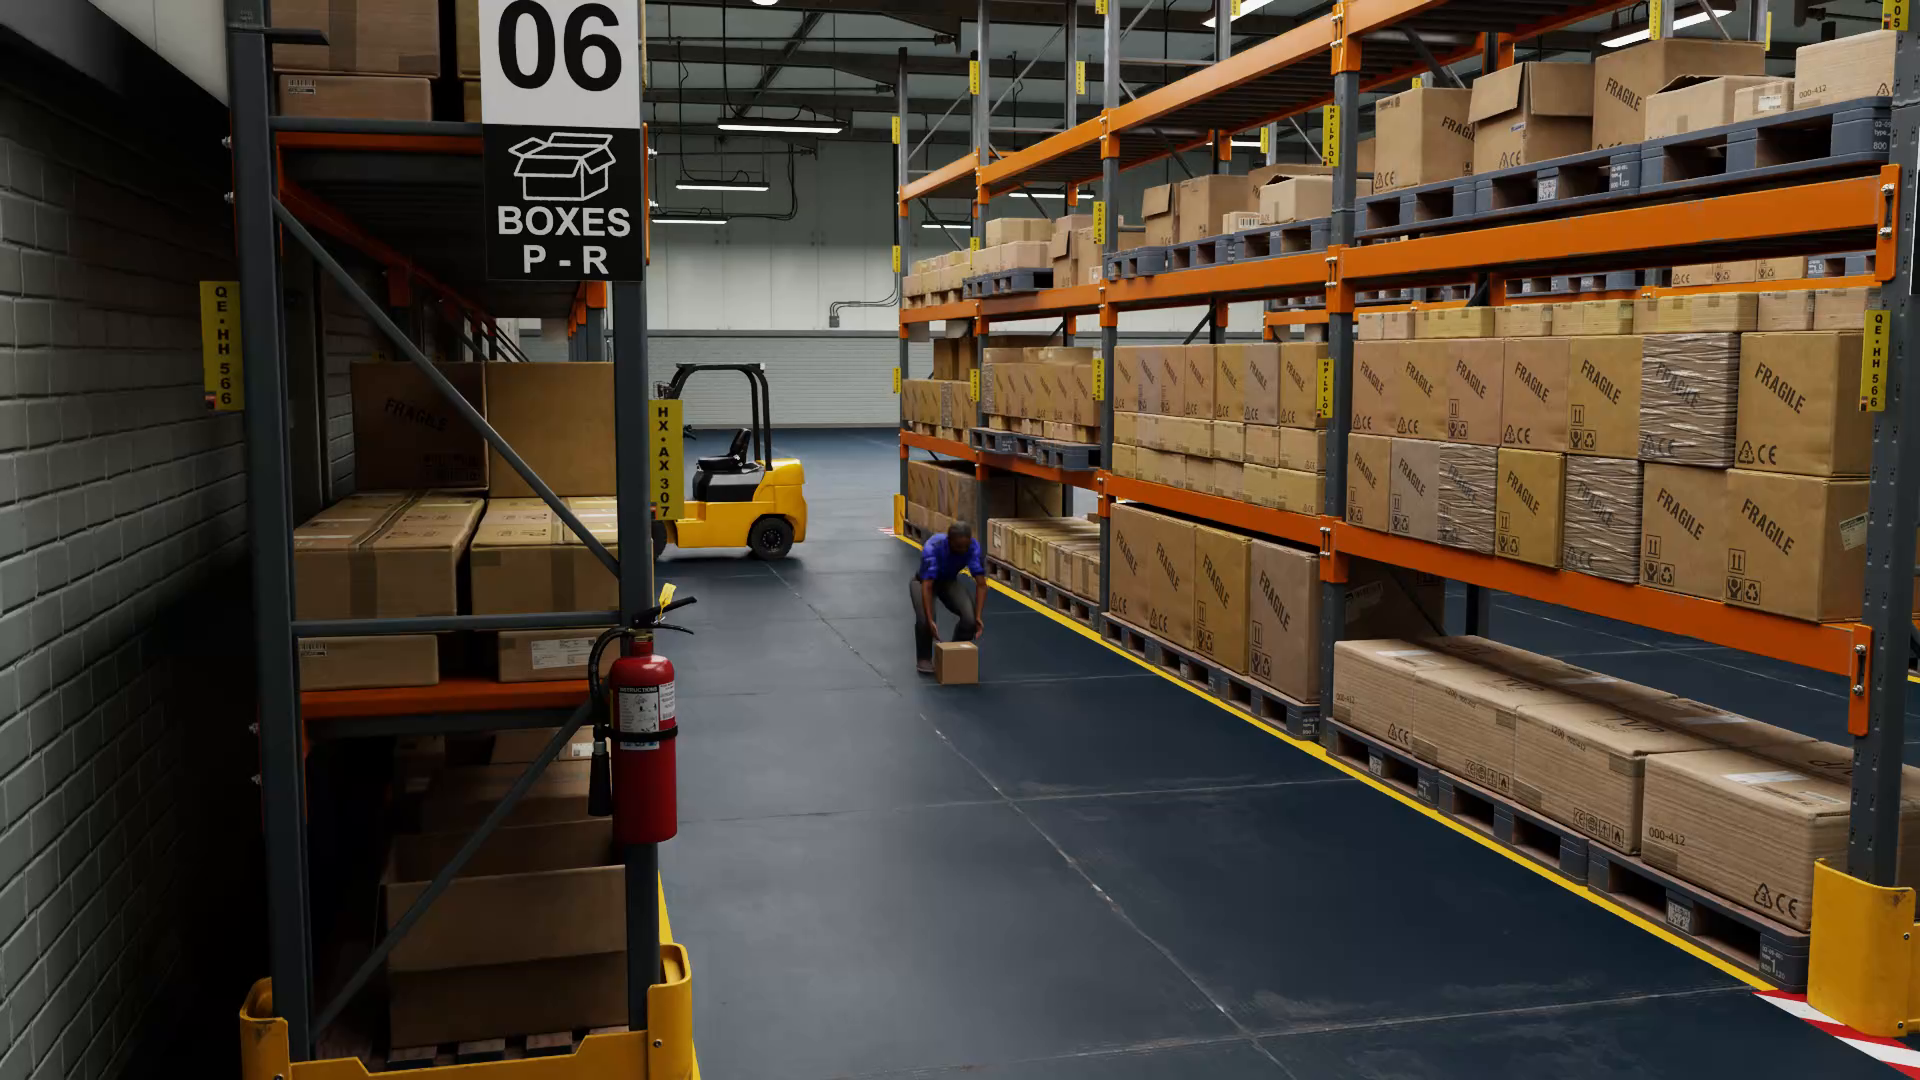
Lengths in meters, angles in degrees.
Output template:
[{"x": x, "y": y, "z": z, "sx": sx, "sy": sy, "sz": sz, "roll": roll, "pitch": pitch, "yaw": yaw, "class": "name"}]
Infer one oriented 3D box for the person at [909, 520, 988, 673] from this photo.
[{"x": -0.085, "y": 0.383, "z": 11.771, "sx": 0.494, "sy": 1.106, "sz": 0.748, "roll": -2, "pitch": 6, "yaw": -14, "class": "person"}]
